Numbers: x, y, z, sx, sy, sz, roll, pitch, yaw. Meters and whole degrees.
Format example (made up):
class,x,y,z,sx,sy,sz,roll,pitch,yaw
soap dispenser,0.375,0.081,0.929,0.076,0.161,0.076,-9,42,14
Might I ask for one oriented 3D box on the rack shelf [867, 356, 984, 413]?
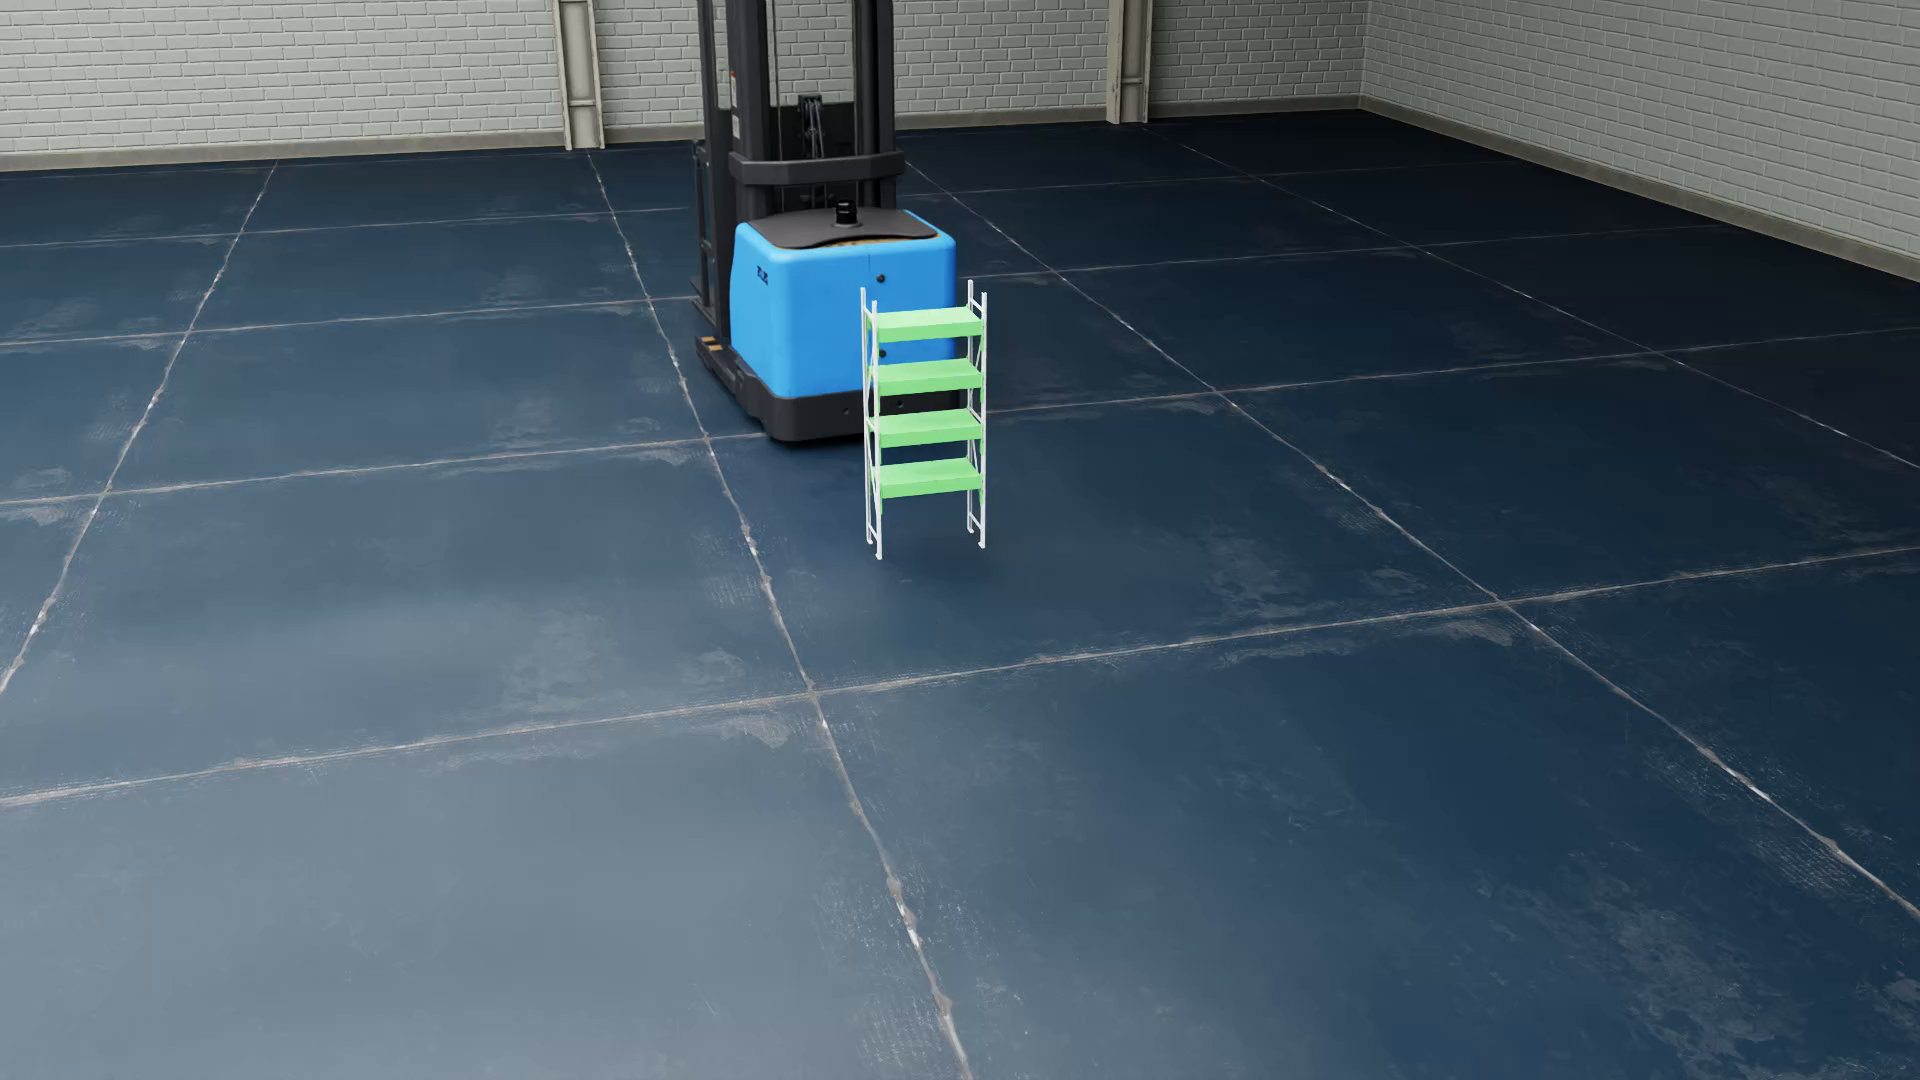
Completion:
class,x,y,z,sx,sy,sz,roll,pitch,yaw
rack shelf,-0.159,-0.696,7.403,0.480,0.148,0.258,-6,24,-14

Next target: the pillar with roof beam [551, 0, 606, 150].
class,x,y,z,sx,sy,sz,roll,pitch,yaw
pillar with roof beam,-2.733,-6.590,11.695,0.400,9.000,9.100,-6,24,-14

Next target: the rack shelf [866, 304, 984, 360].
class,x,y,z,sx,sy,sz,roll,pitch,yaw
rack shelf,-0.159,-0.916,7.308,0.480,0.148,0.258,-6,24,-14

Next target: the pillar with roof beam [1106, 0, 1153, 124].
class,x,y,z,sx,sy,sz,roll,pitch,yaw
pillar with roof beam,3.044,-7.229,13.185,0.400,9.000,9.100,-6,24,-14

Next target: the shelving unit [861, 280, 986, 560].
class,x,y,z,sx,sy,sz,roll,pitch,yaw
shelving unit,-0.159,-0.534,7.472,0.503,1.200,0.258,-6,24,-14

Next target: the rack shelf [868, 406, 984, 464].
class,x,y,z,sx,sy,sz,roll,pitch,yaw
rack shelf,-0.159,-0.475,7.498,0.480,0.148,0.258,-6,24,-14

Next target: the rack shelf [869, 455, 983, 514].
class,x,y,z,sx,sy,sz,roll,pitch,yaw
rack shelf,-0.159,-0.254,7.592,0.480,0.148,0.258,-6,24,-14

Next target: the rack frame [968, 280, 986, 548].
class,x,y,z,sx,sy,sz,roll,pitch,yaw
rack frame,0.076,-0.560,7.533,0.015,1.200,0.240,-6,24,-14

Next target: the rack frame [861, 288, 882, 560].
class,x,y,z,sx,sy,sz,roll,pitch,yaw
rack frame,-0.394,-0.508,7.412,0.015,1.200,0.240,-6,24,-14

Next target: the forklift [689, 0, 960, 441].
class,x,y,z,sx,sy,sz,roll,pitch,yaw
forklift,-0.996,-2.420,9.672,1.130,2.935,3.031,-8,25,-19
